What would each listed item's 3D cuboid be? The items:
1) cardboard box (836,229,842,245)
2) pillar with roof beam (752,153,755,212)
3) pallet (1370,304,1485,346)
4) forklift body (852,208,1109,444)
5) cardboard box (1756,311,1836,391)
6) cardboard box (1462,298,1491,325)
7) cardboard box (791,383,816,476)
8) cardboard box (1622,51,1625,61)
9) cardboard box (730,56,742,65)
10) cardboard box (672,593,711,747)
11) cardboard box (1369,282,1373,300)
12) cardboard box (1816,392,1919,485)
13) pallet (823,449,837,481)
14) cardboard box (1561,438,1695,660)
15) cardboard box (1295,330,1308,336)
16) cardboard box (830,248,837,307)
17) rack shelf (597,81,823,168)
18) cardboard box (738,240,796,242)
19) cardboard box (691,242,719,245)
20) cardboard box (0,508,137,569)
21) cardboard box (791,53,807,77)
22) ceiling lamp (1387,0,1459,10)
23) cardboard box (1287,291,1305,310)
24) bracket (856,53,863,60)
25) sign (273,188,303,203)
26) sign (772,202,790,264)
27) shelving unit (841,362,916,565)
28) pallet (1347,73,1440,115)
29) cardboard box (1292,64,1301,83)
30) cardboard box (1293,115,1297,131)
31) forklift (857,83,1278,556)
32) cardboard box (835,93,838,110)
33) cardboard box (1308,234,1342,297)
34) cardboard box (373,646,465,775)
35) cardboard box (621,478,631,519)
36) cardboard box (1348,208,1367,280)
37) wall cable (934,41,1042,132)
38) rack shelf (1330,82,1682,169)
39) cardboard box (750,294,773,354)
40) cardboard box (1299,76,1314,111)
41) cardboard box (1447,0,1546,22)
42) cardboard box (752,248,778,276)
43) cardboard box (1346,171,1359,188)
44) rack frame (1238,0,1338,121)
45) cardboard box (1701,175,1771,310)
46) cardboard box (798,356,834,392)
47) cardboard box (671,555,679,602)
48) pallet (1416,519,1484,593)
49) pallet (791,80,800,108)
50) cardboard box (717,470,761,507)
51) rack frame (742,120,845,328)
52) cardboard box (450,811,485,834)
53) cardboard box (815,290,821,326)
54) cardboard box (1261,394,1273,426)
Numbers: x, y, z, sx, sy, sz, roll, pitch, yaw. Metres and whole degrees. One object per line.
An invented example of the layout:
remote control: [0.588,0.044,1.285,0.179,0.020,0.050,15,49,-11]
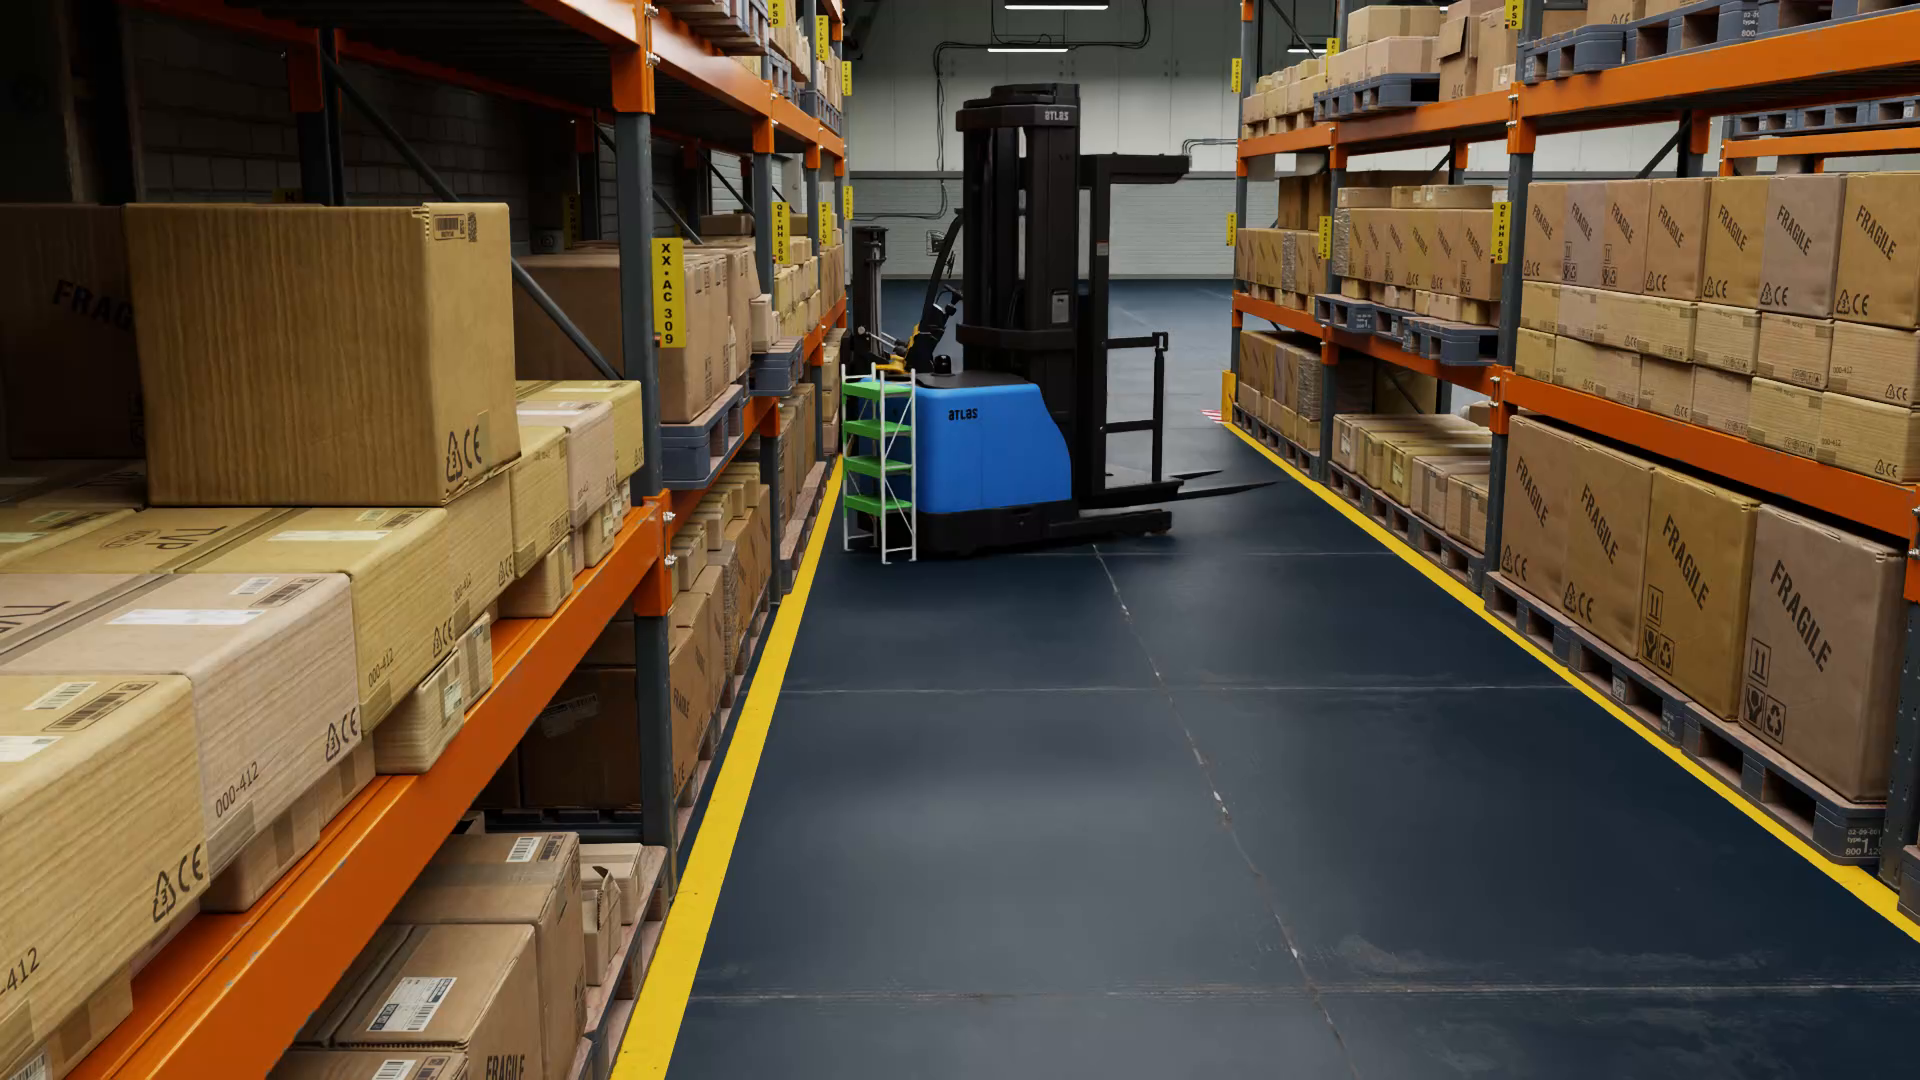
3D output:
cardboard box: [-1.346,-2.948,16.163,0.380,0.149,0.250,0,11,0]
pillar with roof beam: [1.625,-6.708,21.491,9.100,9.000,0.400,0,11,-1]
pallet: [3.377,-1.430,11.045,1.003,0.211,1.213,0,11,-1]
forklift body: [0.195,-1.914,15.085,2.313,2.155,1.214,0,11,-1]
cardboard box: [3.272,-0.693,6.050,0.500,0.250,0.500,0,11,0]
cardboard box: [3.139,-1.330,9.648,0.380,0.149,0.250,0,11,0]
cardboard box: [-1.564,-0.843,12.586,0.875,0.625,0.625,0,11,1]
cardboard box: [3.617,-2.649,9.364,0.396,0.266,0.258,0,11,-1]
cardboard box: [-1.228,-2.205,7.219,0.500,0.250,0.500,0,11,-1]
cardboard box: [-1.226,0.502,6.270,0.500,0.500,0.500,0,11,-2]
cardboard box: [3.151,-1.791,11.921,0.380,0.149,0.250,1,11,2]
cardboard box: [3.281,-0.350,5.617,0.500,0.250,0.500,-1,11,-3]
pallet: [-1.560,-0.696,13.959,1.003,0.211,1.213,0,11,-1]
cardboard box: [3.405,0.020,7.704,0.875,0.875,0.875,0,11,0]
cardboard box: [3.571,-1.788,16.303,0.500,0.500,0.500,0,11,-1]
cardboard box: [-1.362,-2.347,14.832,0.500,0.500,0.500,0,11,-1]
rack shelf: [-1.545,-2.624,10.716,1.077,0.370,4.000,0,11,-1]
cardboard box: [-1.301,-1.950,11.246,0.380,0.149,0.250,0,11,-1]
cardboard box: [-1.763,-1.845,10.727,0.380,0.149,0.250,0,11,0]
cardboard box: [-1.628,0.117,2.566,0.500,0.250,0.500,0,11,1]
cardboard box: [-1.260,-3.289,11.506,0.380,0.149,0.250,0,11,-1]
ceiling lamp: [9.230,-11.793,31.872,2.000,3.185,0.800,0,11,-1]
cardboard box: [3.041,-2.067,14.336,0.380,0.149,0.250,0,11,-2]
bracket: [-2.878,-13.780,47.297,0.235,0.232,0.430,0,11,-1]
sign: [-1.975,-0.879,4.934,0.100,0.325,0.005,0,11,-1]
sign: [-0.961,-1.642,8.896,0.100,0.325,0.005,0,11,-1]
shelving unit: [-0.513,-0.489,10.454,0.258,1.200,0.503,-7,14,-32]
pallet: [3.307,-2.974,11.104,1.213,0.211,1.003,0,11,-1]
cardboard box: [3.058,-3.983,14.230,0.380,0.149,0.250,0,11,0]
cardboard box: [3.129,-3.642,14.553,0.380,0.149,0.250,0,11,-2]
forklift: [0.835,-1.531,11.236,3.031,2.935,1.130,-7,13,-31]
cardboard box: [-1.348,-4.138,15.691,0.380,0.149,0.250,-1,11,-3]
cardboard box: [3.119,-2.208,13.397,0.500,0.500,0.500,-1,11,-3]
cardboard box: [-1.047,0.281,2.760,0.380,0.149,0.250,-1,11,-3]
cardboard box: [-1.162,-0.129,4.781,0.380,0.149,0.250,0,11,0]
cardboard box: [3.111,-2.132,11.969,0.500,0.500,0.500,0,11,-1]
wall cable: [0.791,-13.017,47.694,3.097,2.526,0.112,0,11,-1]
rack shelf: [3.418,-2.646,10.820,1.077,0.370,4.000,0,11,-1]
cardboard box: [-1.158,-1.033,7.929,0.500,0.250,0.500,-1,11,-4]
cardboard box: [3.087,-3.655,13.616,0.500,0.250,0.500,0,11,-2]
cardboard box: [3.559,-3.456,11.067,0.500,0.250,0.500,0,11,0]
cardboard box: [-1.215,-1.541,9.227,0.380,0.149,0.250,0,11,1]
cardboard box: [3.596,-2.800,13.804,0.700,0.500,0.500,0,11,-1]
rack frame: [3.294,-5.661,16.329,1.000,3.000,0.127,0,11,-1]
cardboard box: [3.273,-1.166,6.495,0.500,0.500,0.500,0,11,1]
cardboard box: [-1.282,-1.350,13.515,0.500,0.250,0.500,0,11,-2]
cardboard box: [-1.281,0.155,6.352,0.380,0.149,0.250,0,11,-2]
pallet: [3.445,0.081,10.130,1.003,0.211,1.213,0,11,-1]
pallet: [-1.555,-3.106,11.759,0.805,0.209,1.217,-1,11,-3]
cardboard box: [-1.203,-0.257,8.380,0.380,0.149,0.250,-1,11,-4]
rack frame: [-1.669,-2.700,16.822,1.000,3.000,0.127,0,11,-1]
cardboard box: [-1.643,0.930,4.637,0.500,0.311,0.500,0,11,1]
cardboard box: [-1.314,-1.732,12.429,0.500,0.250,0.500,0,11,0]
cardboard box: [3.061,-1.208,15.327,0.500,0.250,0.500,1,11,3]
